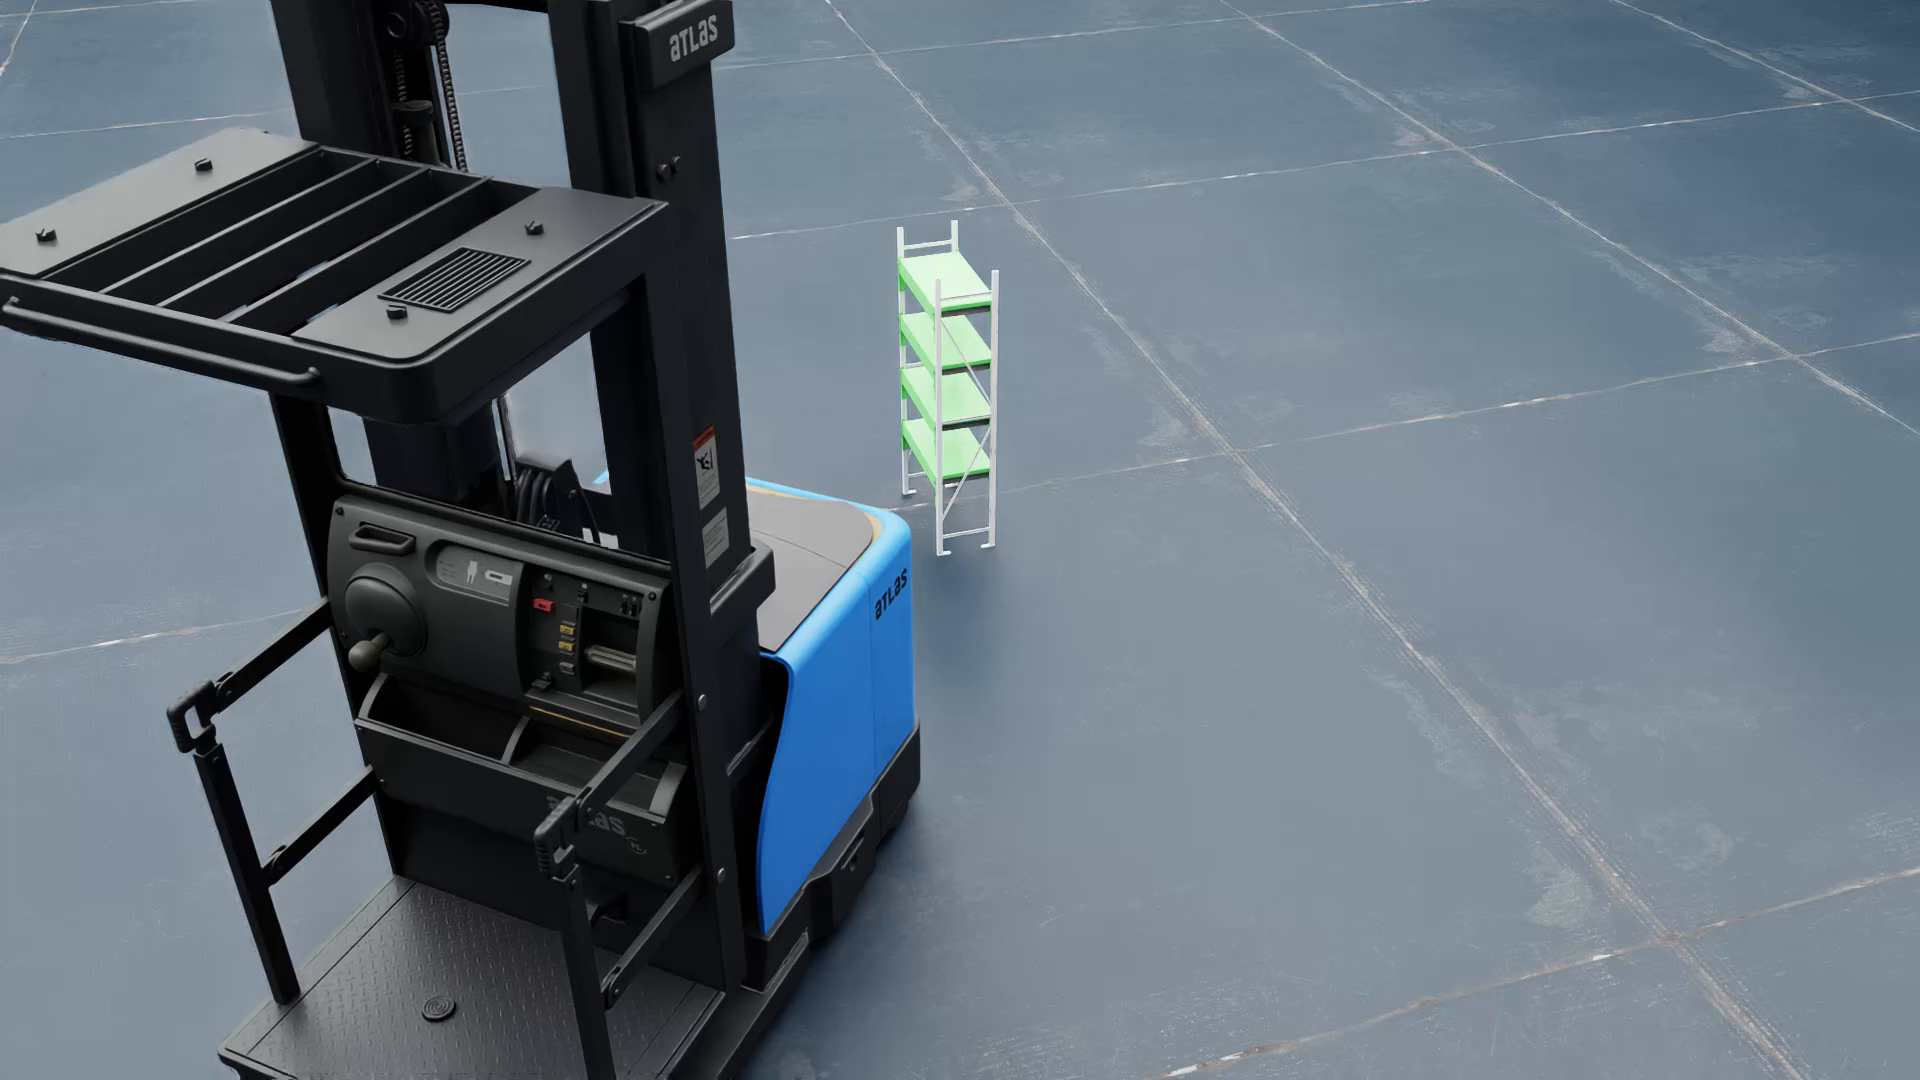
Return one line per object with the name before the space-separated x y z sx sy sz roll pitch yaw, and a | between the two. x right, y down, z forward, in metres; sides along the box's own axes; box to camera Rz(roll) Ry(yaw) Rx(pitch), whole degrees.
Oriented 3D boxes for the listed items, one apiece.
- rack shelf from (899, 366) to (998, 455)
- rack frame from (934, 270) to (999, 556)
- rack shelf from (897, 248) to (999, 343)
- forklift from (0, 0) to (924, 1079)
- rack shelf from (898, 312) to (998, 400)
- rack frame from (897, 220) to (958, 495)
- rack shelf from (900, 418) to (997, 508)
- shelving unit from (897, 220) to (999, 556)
rack shelf | -0.050 -0.534 6.586 0.258 0.148 0.480 -10 35 -15
rack frame | 0.024 -0.459 6.357 0.240 1.200 0.015 -10 35 -15
rack shelf | -0.050 -0.935 6.321 0.258 0.148 0.480 -10 35 -15
forklift | -1.173 0.223 3.755 1.130 2.935 3.031 14 36 20
rack shelf | -0.050 -0.734 6.454 0.258 0.148 0.480 -10 35 -15
rack frame | -0.125 -0.716 6.745 0.240 1.200 0.015 -10 35 -15
rack shelf | -0.050 -0.334 6.718 0.258 0.148 0.480 -10 35 -15
shelving unit | -0.050 -0.587 6.551 0.258 1.200 0.503 -10 35 -15
